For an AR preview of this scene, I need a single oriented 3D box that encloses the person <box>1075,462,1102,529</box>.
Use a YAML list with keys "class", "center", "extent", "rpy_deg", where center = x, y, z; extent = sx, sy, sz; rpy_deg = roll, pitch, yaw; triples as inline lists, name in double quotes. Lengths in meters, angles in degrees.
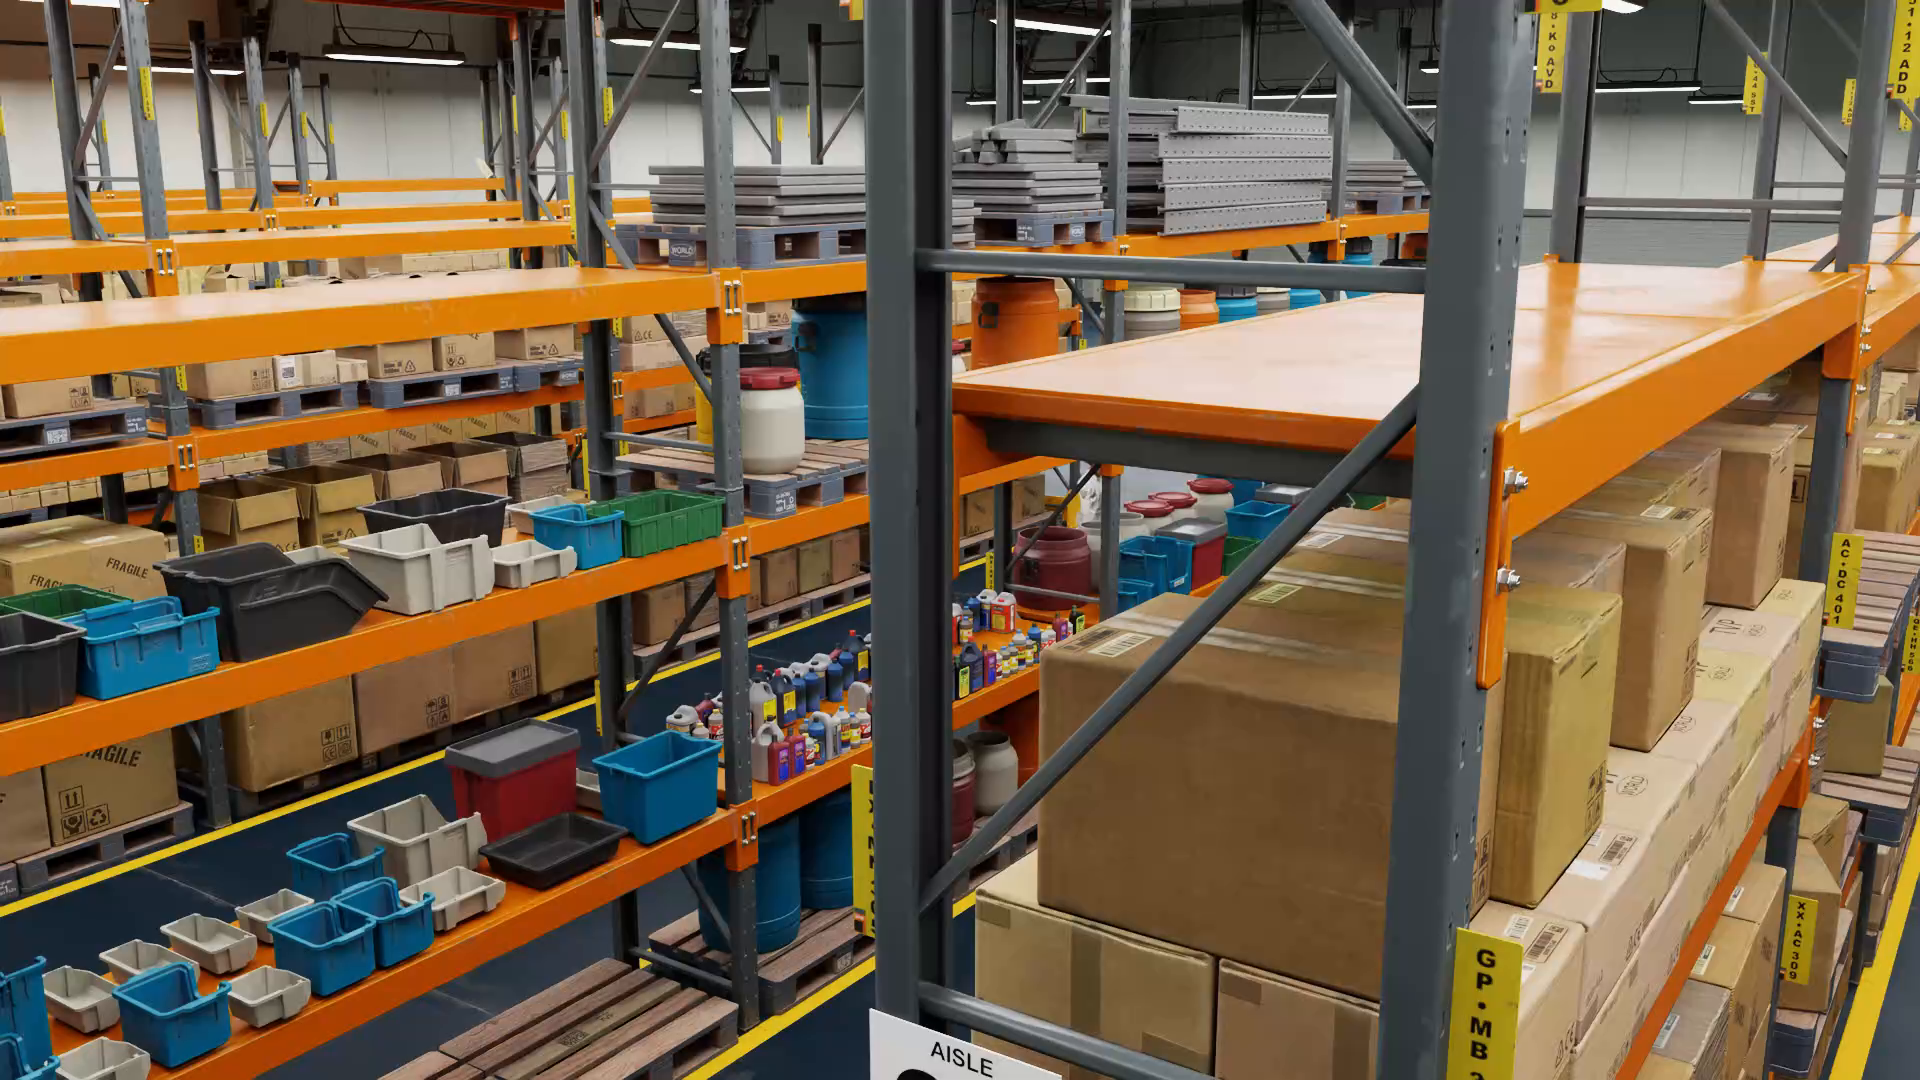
- class: "person"
  center: [1.437, -0.126, 17.579]
  extent: [0.381, 1.653, 0.485]
  rpy_deg: [9, 16, 34]
